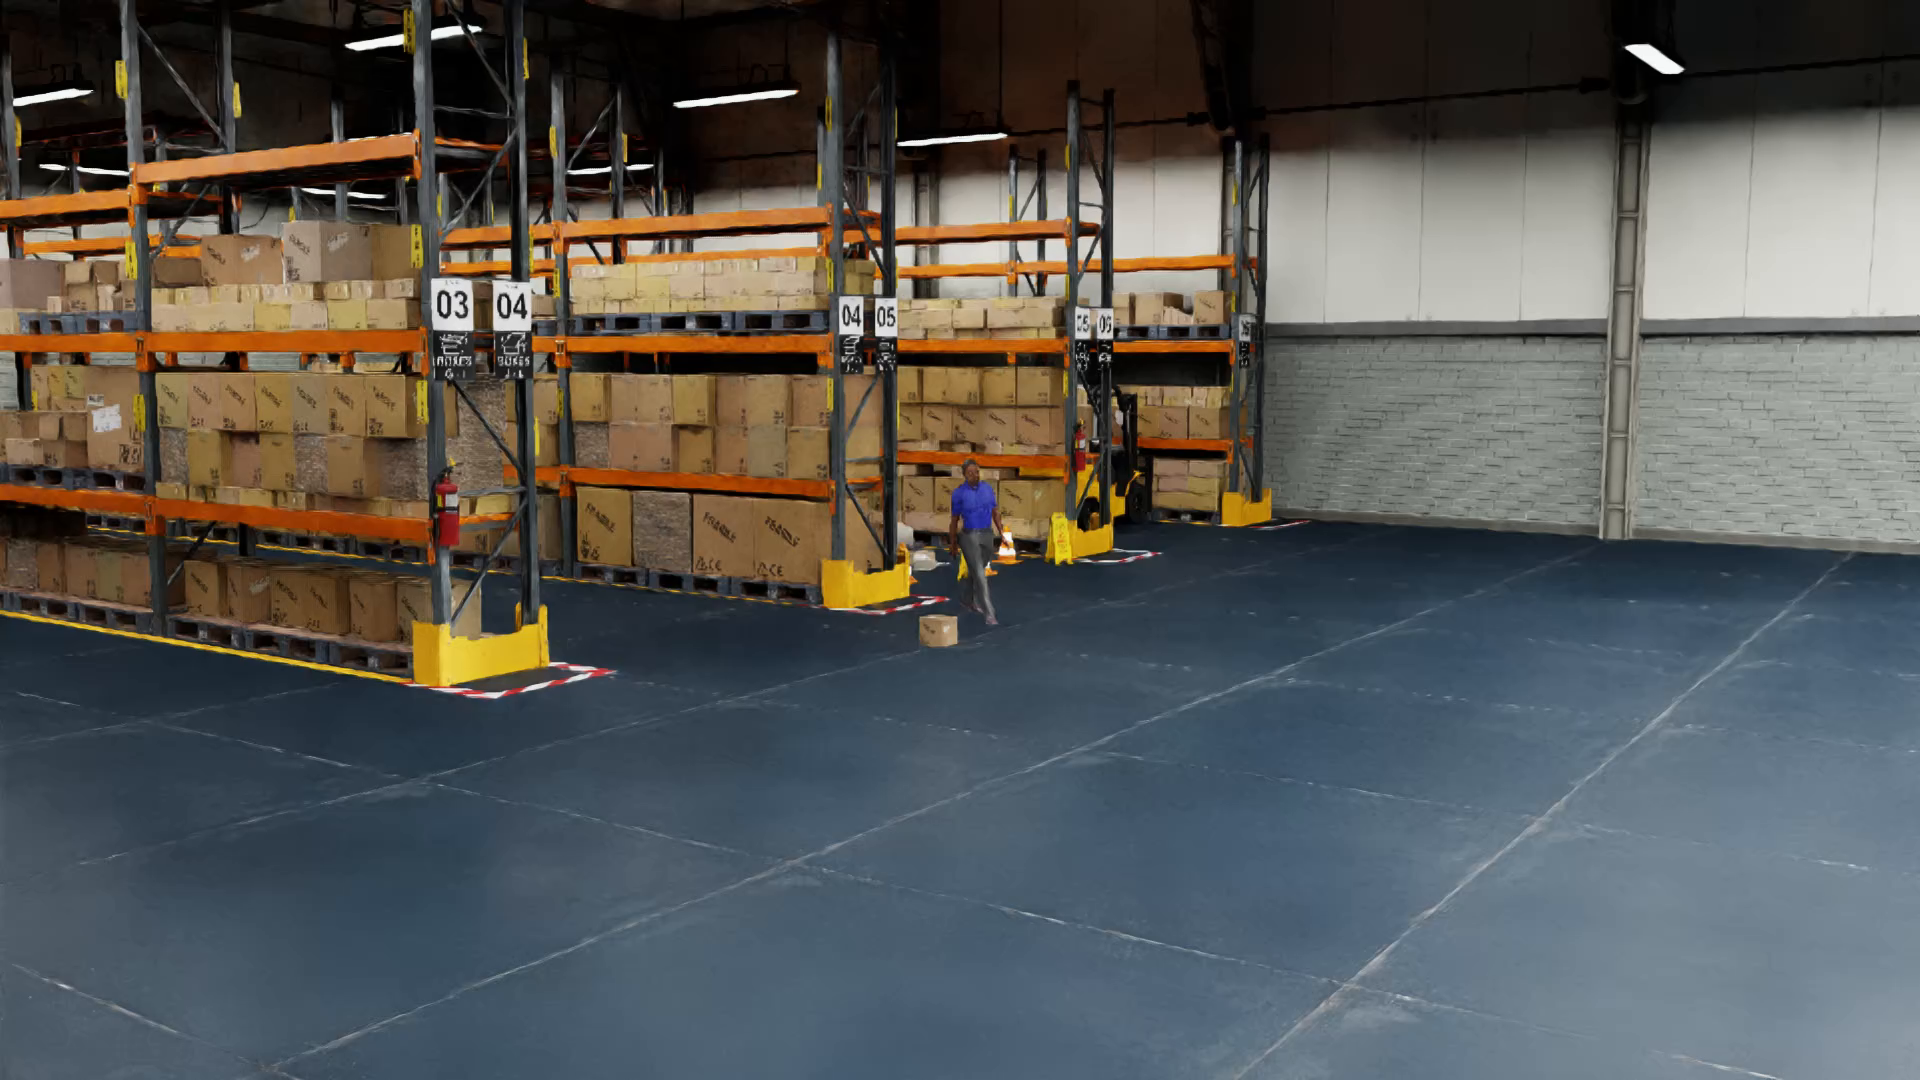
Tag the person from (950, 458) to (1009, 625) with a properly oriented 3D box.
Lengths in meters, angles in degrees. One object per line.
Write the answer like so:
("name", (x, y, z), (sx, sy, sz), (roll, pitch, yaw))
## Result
("person", (0.183, -0.007, 16.197), (0.552, 1.595, 0.998), (-4, 7, -31))
